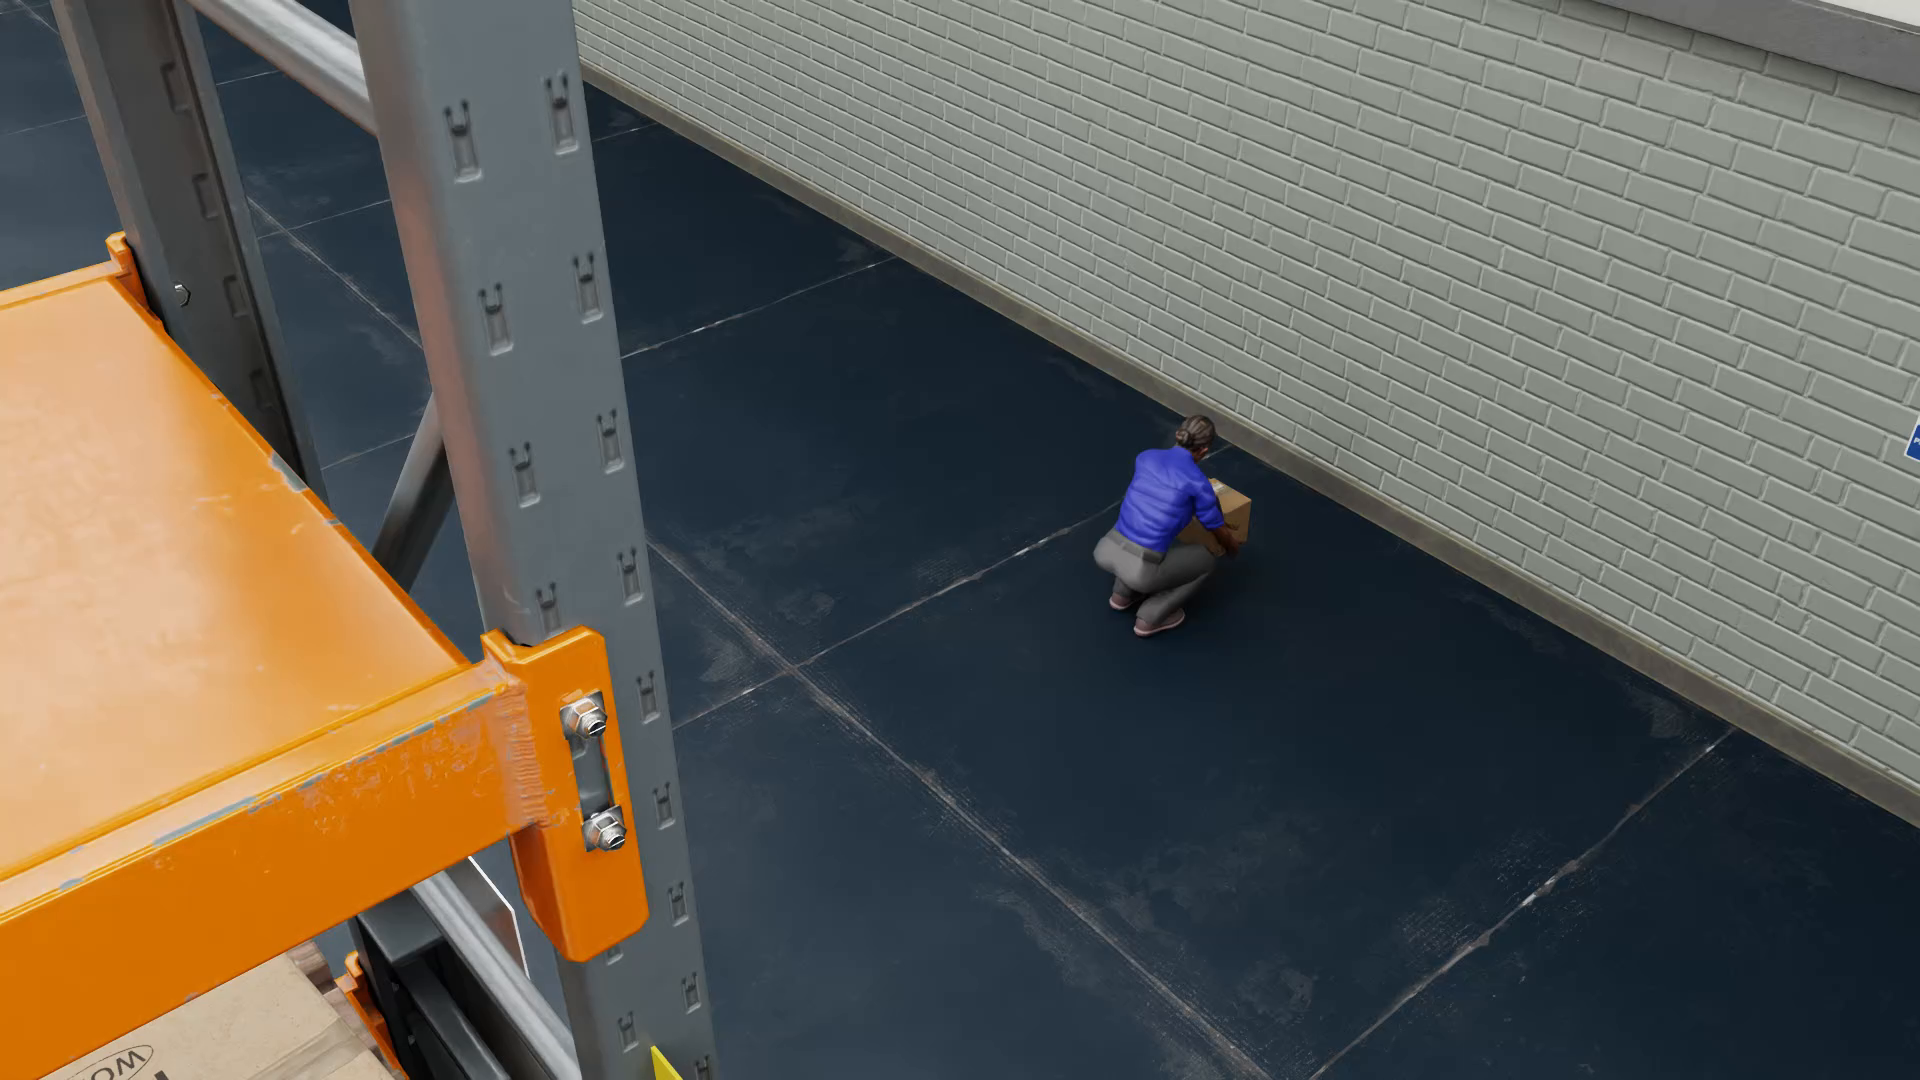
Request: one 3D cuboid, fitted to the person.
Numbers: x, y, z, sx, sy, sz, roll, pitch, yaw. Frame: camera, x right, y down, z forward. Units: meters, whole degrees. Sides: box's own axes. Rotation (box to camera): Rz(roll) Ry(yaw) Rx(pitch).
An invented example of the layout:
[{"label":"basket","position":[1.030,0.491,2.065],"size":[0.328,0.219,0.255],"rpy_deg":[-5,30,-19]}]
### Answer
[{"label":"person","position":[0.985,-0.082,7.817],"size":[0.824,0.940,0.470],"rpy_deg":[-27,44,-32]}]
